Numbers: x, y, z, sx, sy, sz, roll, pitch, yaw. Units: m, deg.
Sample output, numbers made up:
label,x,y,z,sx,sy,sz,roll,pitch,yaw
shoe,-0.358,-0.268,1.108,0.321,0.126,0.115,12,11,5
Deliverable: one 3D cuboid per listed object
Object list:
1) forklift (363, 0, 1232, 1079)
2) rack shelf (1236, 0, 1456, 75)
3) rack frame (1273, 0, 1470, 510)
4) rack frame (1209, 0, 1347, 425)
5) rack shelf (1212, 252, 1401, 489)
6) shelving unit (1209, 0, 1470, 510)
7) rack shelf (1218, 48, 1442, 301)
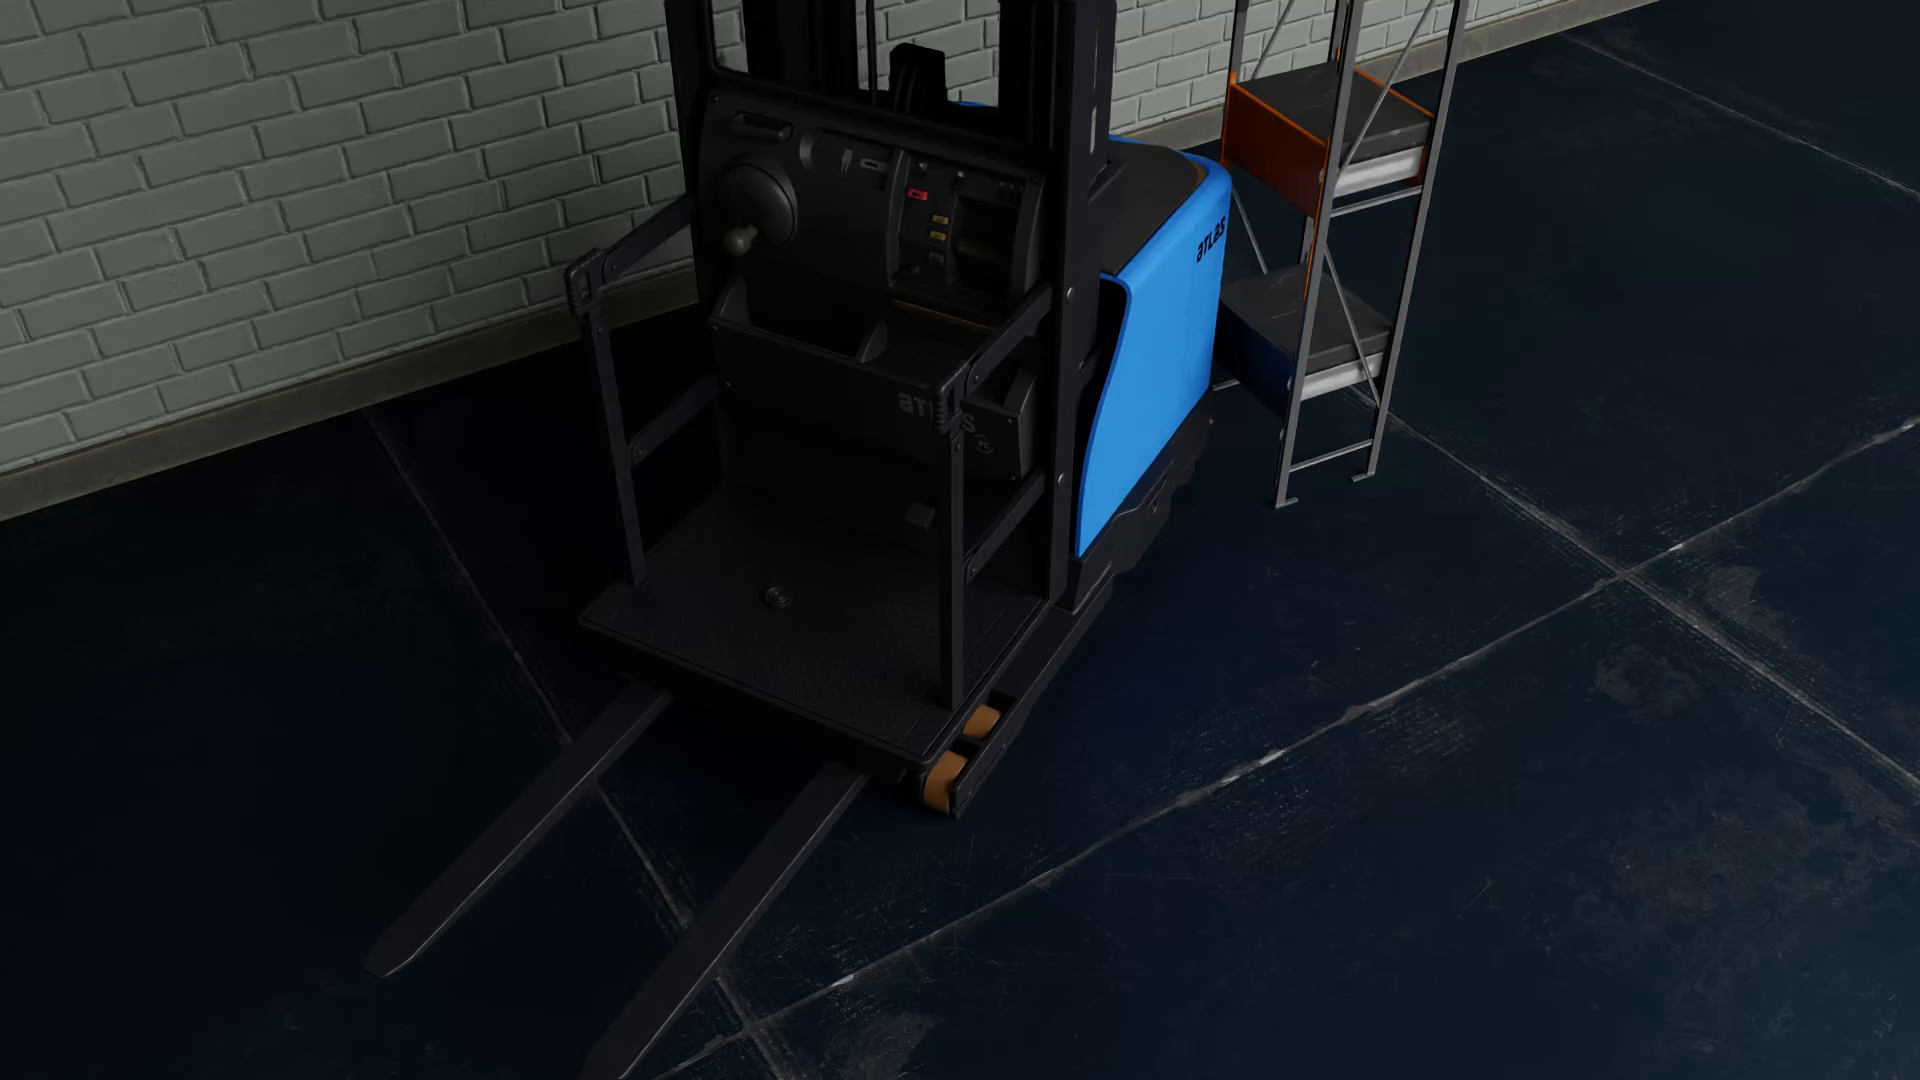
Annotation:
label,x,y,z,sx,sy,sz,roll,pitch,yaw
forklift,-0.328,-0.738,3.846,1.130,2.935,3.031,19,44,22
rack shelf,1.080,-1.633,4.498,0.431,0.518,0.480,-18,43,-21
rack frame,1.192,-0.967,4.770,0.400,2.100,0.015,-18,43,-21
rack frame,0.968,-1.245,5.103,0.400,2.100,0.015,-18,43,-21
rack shelf,1.080,-0.558,5.394,0.431,0.518,0.480,-18,43,-21
shelving unit,1.080,-1.106,4.937,0.431,2.100,0.503,-18,43,-21
rack shelf,1.080,-1.095,4.946,0.431,0.518,0.480,-18,43,-21
